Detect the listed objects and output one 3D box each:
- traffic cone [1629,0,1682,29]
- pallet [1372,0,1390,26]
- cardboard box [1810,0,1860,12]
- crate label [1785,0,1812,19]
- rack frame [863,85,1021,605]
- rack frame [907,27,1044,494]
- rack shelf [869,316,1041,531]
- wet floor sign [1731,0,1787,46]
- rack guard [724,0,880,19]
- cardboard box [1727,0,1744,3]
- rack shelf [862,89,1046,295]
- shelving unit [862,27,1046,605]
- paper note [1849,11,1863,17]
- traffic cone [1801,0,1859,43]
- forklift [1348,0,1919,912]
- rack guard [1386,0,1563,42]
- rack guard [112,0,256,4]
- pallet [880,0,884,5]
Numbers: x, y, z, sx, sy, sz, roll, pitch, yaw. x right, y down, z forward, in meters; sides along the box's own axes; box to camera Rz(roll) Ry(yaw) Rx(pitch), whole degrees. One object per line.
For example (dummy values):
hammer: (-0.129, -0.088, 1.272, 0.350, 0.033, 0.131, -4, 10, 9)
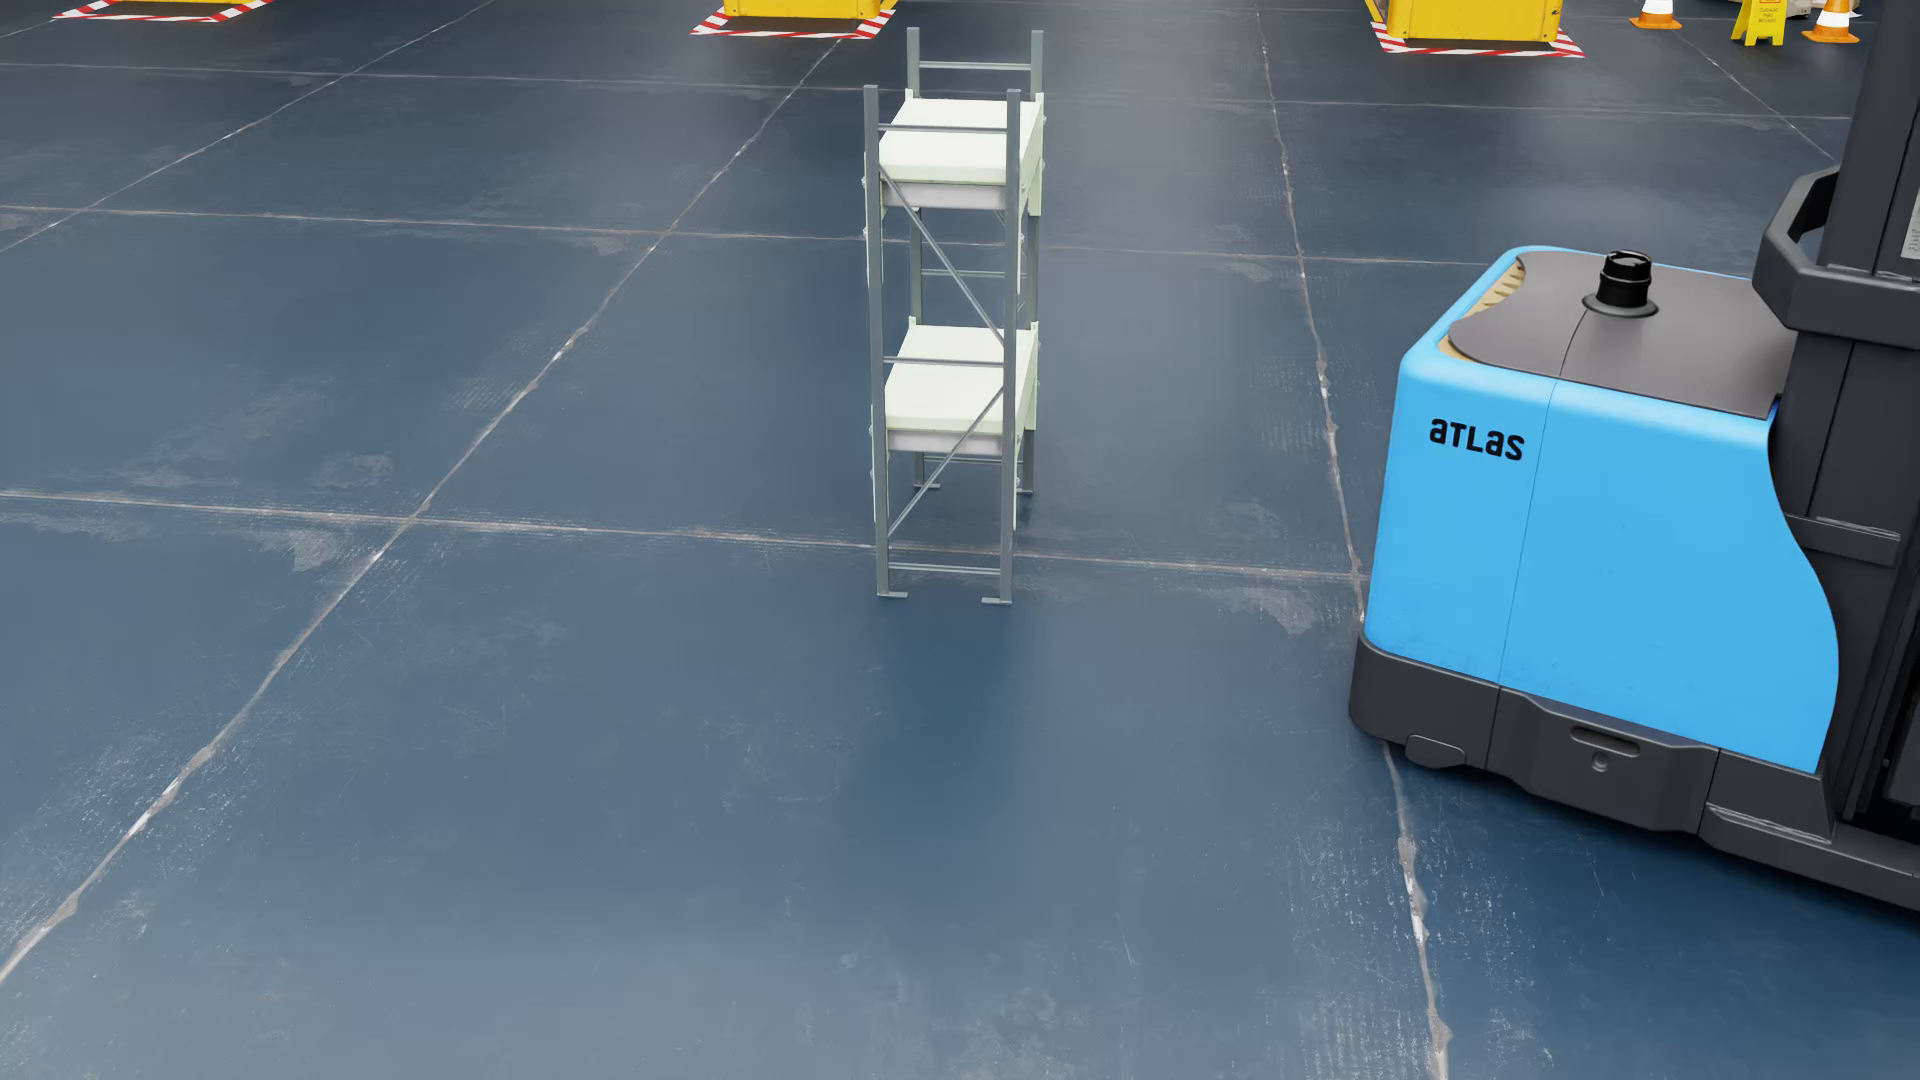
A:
traffic cone: (5.169, -4.037, 12.255, 0.336, 0.463, 0.334, 3, 28, 6)
pallet: (3.715, -4.139, 12.711, 1.003, 0.211, 1.213, 3, 28, 6)
cardboard box: (6.776, -4.225, 12.936, 0.380, 0.149, 0.250, 20, 34, 32)
crate label: (6.284, -4.041, 12.607, 0.250, 0.136, 0.298, -11, 30, -20)
rack frame: (-0.046, -0.485, 4.569, 0.400, 1.500, 0.023, 3, 28, 6)
rack frame: (0.044, -0.829, 5.208, 0.400, 1.500, 0.023, 3, 28, 6)
rack shelf: (-0.001, -0.370, 5.043, 0.431, 0.370, 0.720, 3, 28, 6)
wet floor sign: (5.657, -3.821, 11.662, 0.267, 0.644, 0.232, -1, 28, -3)
rack guard: (-1.206, -4.257, 12.625, 1.175, 0.500, 0.348, 3, 28, 6)
cardboard box: (6.323, -4.621, 13.297, 0.797, 0.503, 0.637, -17, 33, -29)
rack shelf: (-0.001, -1.001, 4.703, 0.431, 0.370, 0.720, 3, 28, 6)
shelving unit: (-0.001, -0.657, 4.888, 0.431, 1.500, 0.755, 3, 28, 6)
paper note: (6.760, -4.000, 12.642, 0.148, 0.019, 0.142, -6, 29, -11)
traffic cone: (6.249, -3.811, 11.836, 0.336, 0.463, 0.334, 3, 28, 6)
forklift: (2.523, -0.599, 3.272, 3.031, 2.935, 1.130, 16, 32, 27)
rack guard: (3.692, -3.874, 11.915, 1.175, 0.500, 0.348, 3, 28, 6)
rack guard: (-6.168, -4.548, 13.165, 1.175, 0.500, 0.348, 3, 28, 6)
pallet: (-1.071, -4.511, 13.400, 1.003, 0.211, 1.213, 3, 28, 6)
